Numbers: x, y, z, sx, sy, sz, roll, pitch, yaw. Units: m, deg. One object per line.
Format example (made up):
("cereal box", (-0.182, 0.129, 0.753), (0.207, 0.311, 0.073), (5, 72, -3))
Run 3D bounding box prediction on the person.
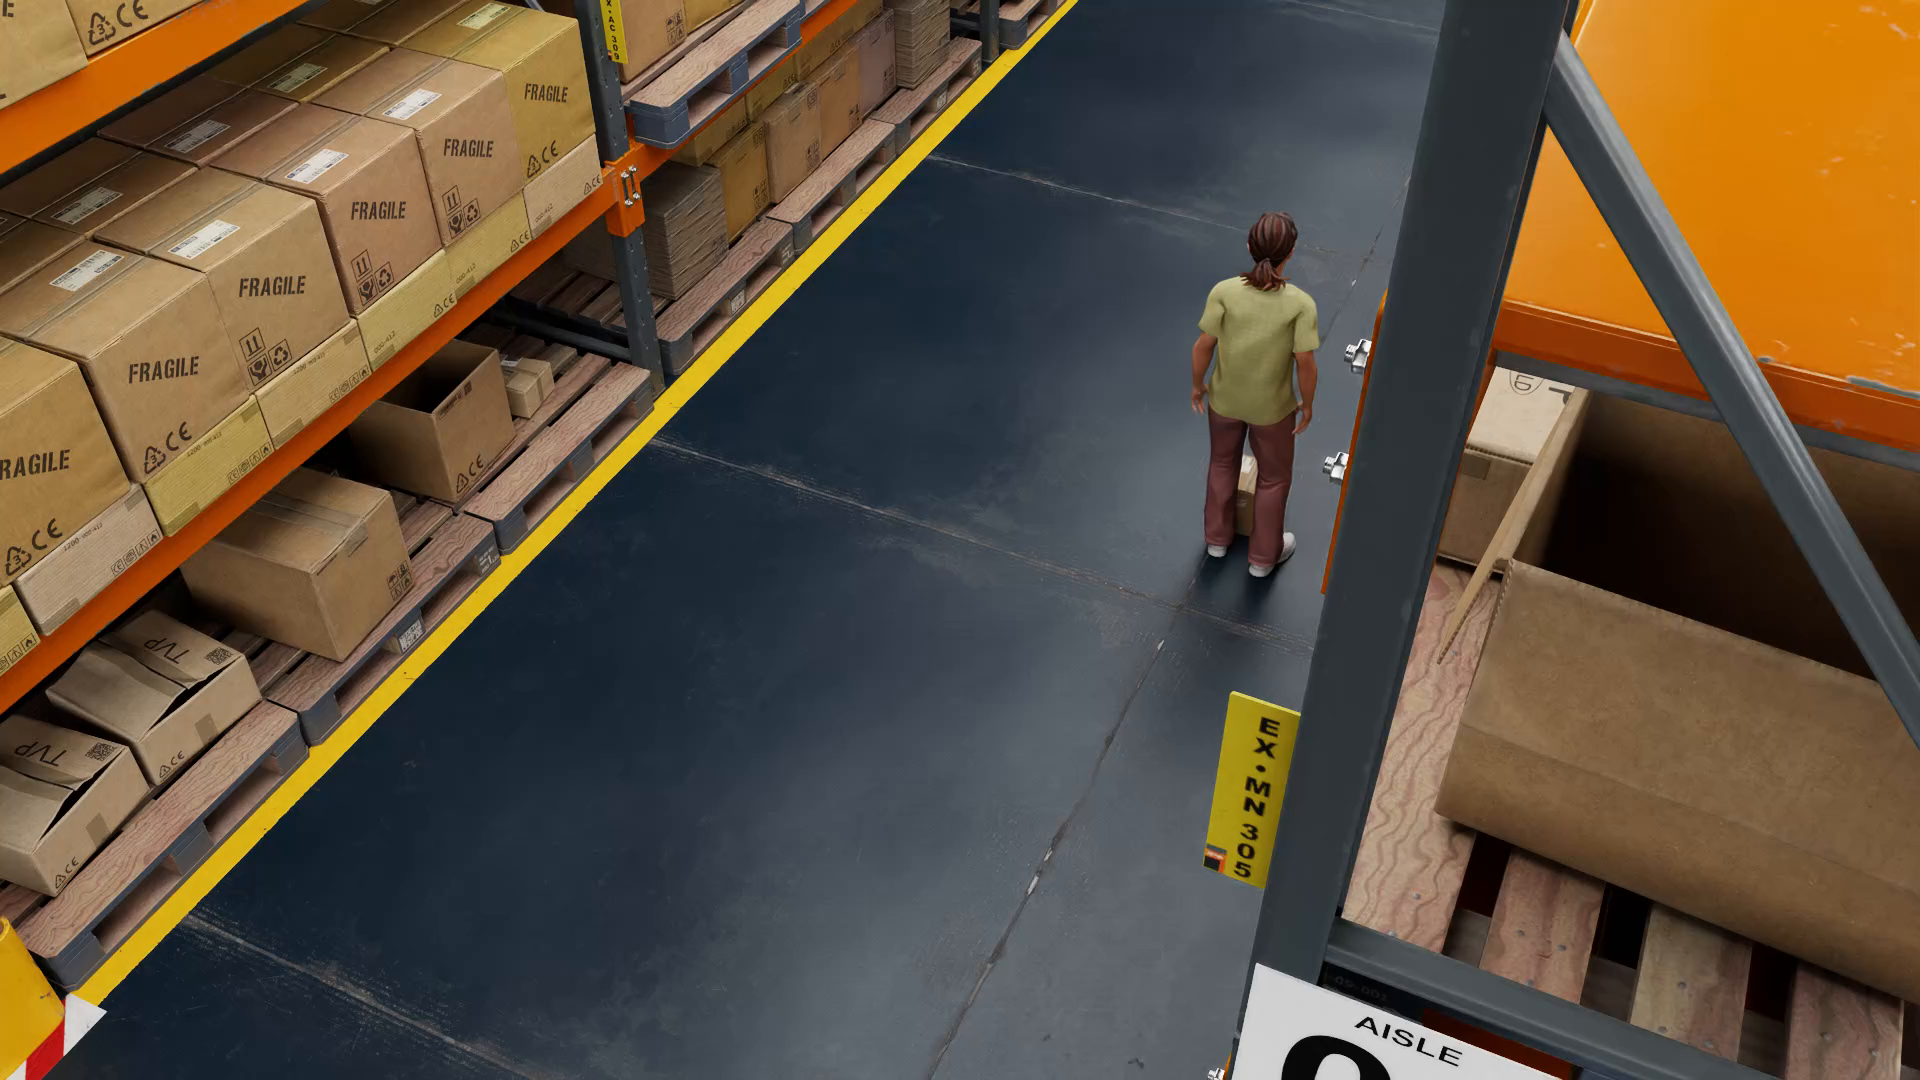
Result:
("person", (1.207, -0.586, 6.810), (0.521, 1.671, 0.415), (15, 44, 16))
